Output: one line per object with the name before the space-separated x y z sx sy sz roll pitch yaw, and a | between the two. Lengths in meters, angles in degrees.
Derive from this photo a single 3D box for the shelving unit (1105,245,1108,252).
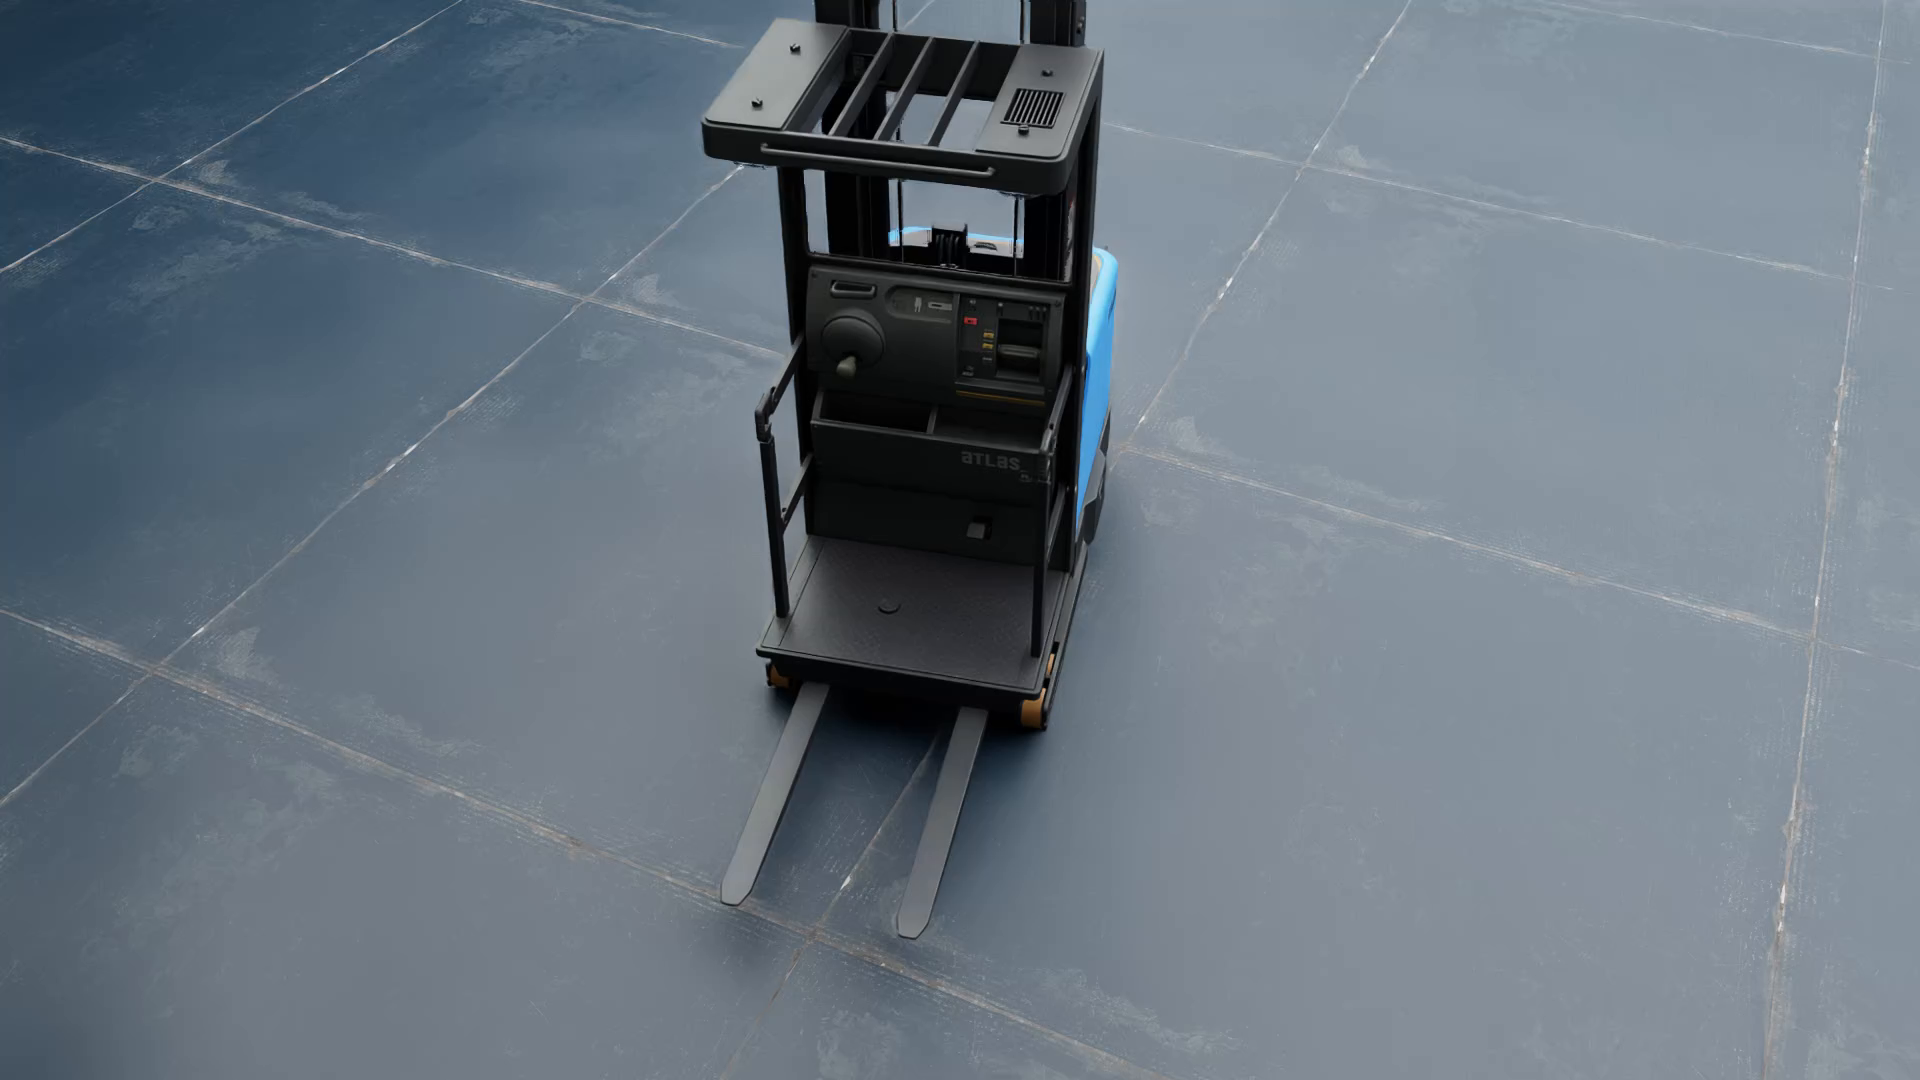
shelving unit | 0.521 -0.937 7.628 0.210 0.900 0.258 26 48 30

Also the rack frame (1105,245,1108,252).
rack frame | 0.600 -0.899 7.576 0.006 0.900 0.240 26 48 30

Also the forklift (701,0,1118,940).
forklift | -0.139 -0.655 5.768 1.130 2.935 3.031 8 42 9
